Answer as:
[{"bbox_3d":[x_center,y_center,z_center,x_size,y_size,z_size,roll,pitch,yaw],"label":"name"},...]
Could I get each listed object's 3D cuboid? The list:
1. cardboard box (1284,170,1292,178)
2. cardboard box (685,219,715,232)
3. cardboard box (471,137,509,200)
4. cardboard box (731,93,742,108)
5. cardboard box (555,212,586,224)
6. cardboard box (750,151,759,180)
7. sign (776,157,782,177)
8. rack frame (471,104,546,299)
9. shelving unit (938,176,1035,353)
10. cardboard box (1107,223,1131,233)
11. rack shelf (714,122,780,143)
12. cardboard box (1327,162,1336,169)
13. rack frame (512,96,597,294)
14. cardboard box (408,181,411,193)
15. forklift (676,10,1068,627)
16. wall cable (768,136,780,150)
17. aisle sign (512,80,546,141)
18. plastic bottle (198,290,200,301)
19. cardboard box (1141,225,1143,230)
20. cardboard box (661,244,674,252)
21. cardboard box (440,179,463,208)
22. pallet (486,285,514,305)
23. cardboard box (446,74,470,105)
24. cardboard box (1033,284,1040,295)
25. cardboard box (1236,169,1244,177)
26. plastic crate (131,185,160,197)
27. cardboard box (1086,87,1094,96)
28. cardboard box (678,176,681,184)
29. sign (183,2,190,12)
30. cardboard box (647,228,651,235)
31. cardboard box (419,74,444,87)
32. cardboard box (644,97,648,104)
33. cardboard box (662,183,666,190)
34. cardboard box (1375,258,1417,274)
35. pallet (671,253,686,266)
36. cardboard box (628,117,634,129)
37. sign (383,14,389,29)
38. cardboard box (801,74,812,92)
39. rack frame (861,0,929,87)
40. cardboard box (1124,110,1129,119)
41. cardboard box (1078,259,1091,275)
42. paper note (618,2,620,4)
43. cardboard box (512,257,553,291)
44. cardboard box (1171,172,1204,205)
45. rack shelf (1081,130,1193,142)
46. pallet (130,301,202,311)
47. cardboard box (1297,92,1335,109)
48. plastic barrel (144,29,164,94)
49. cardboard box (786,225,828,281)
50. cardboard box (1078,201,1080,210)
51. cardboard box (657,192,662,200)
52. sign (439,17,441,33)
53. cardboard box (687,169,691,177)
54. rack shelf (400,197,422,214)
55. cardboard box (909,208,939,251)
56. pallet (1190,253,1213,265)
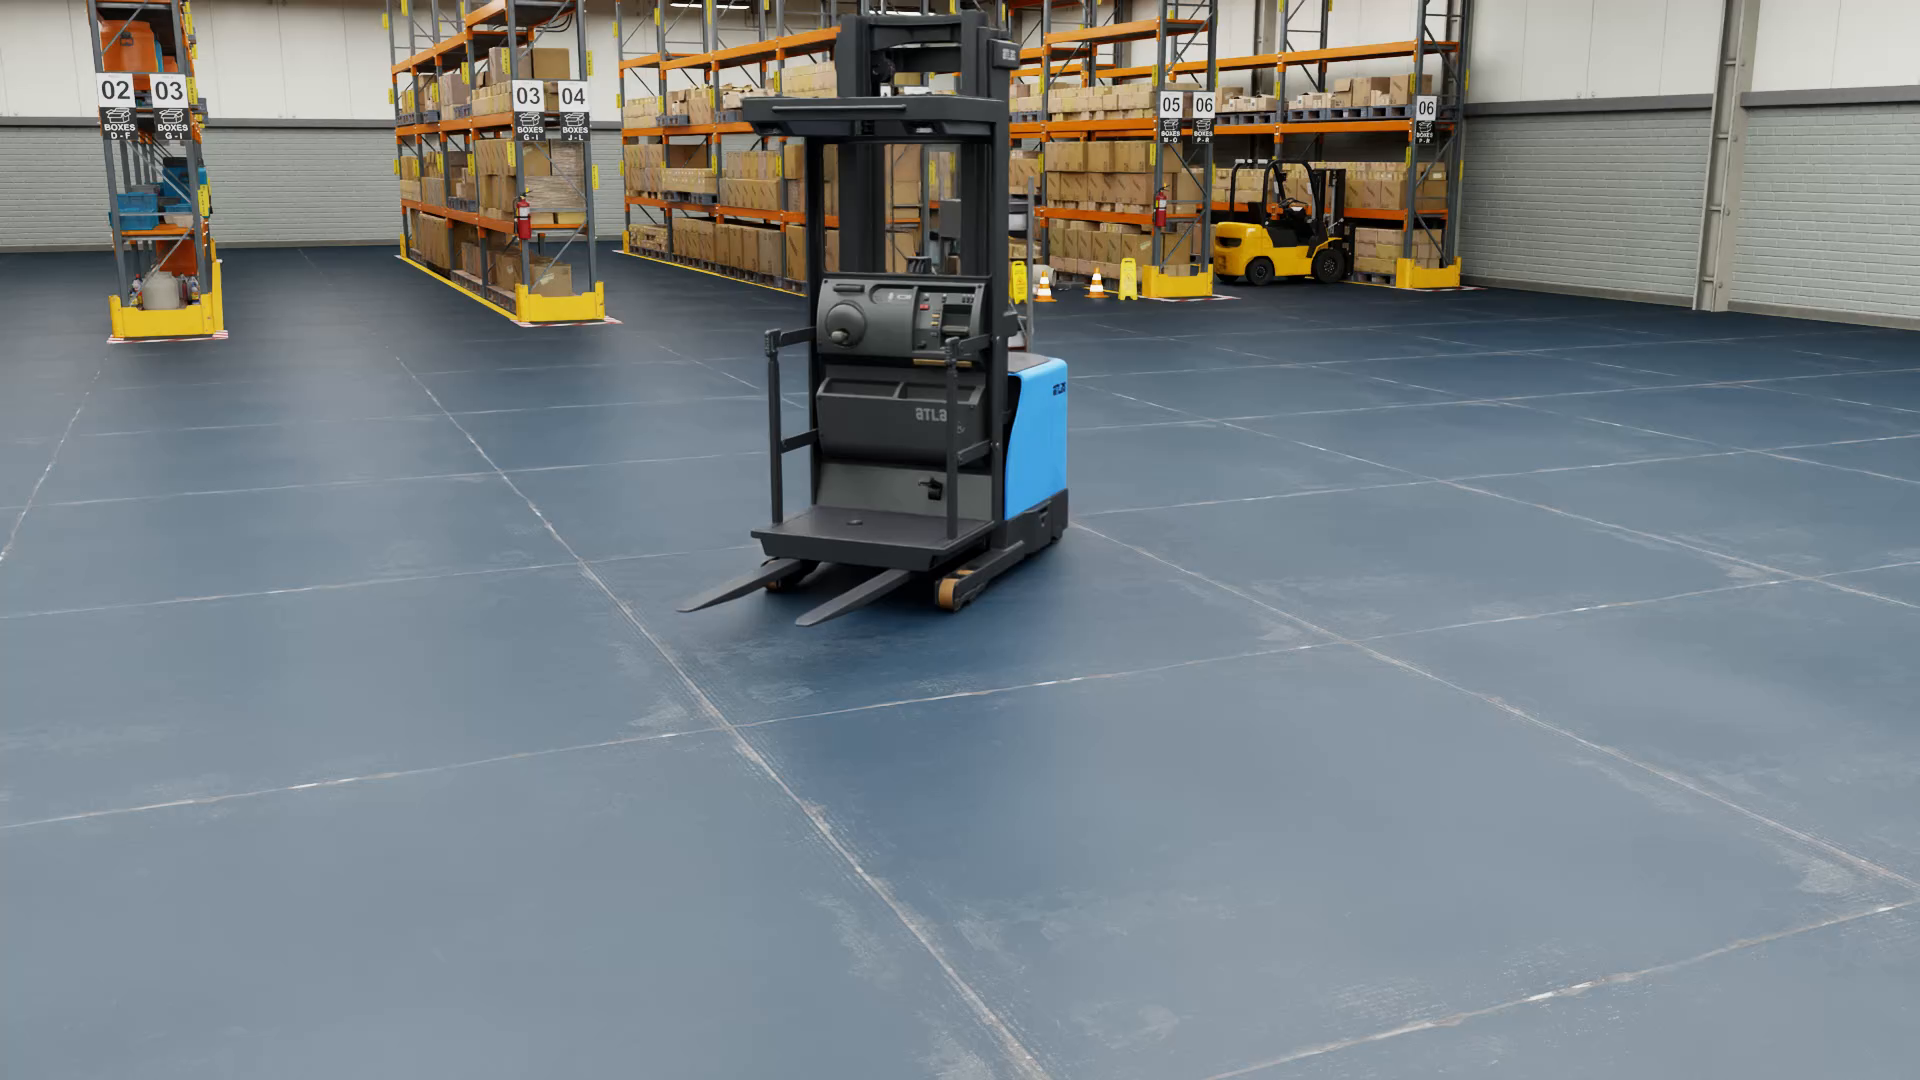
[{"bbox_3d":[6.391,-6.964,31.648,0.380,0.149,0.250,-6,14,-24],"label":"cardboard box"},{"bbox_3d":[-5.272,-6.385,33.754,0.500,0.250,0.500,-5,14,-21],"label":"cardboard box"},{"bbox_3d":[-7.313,-6.019,26.960,1.000,1.000,1.000,-6,14,-23],"label":"cardboard box"},{"bbox_3d":[-3.851,-7.967,30.168,0.500,0.250,0.500,-5,14,-21],"label":"cardboard box"},{"bbox_3d":[-5.416,-4.477,23.116,0.380,0.149,0.250,-6,14,-23],"label":"cardboard box"},{"bbox_3d":[-3.353,-6.725,29.835,0.700,0.500,0.500,-6,14,-24],"label":"cardboard box"},{"bbox_3d":[-3.031,-6.247,27.815,0.100,0.325,0.005,-6,14,-23],"label":"sign"},{"bbox_3d":[-7.123,-5.345,26.311,1.000,3.000,0.127,-6,14,-23],"label":"rack frame"},{"bbox_3d":[0.158,-1.179,10.309,0.431,2.100,0.503,-6,14,-23],"label":"shelving unit"},{"bbox_3d":[2.694,-5.224,27.854,0.380,0.149,0.250,-5,14,-22],"label":"cardboard box"},{"bbox_3d":[-3.339,-7.296,29.685,1.077,0.370,4.000,-6,14,-23],"label":"rack shelf"},{"bbox_3d":[6.949,-6.847,30.482,0.380,0.149,0.250,-6,14,-23],"label":"cardboard box"},{"bbox_3d":[-5.520,-4.518,22.741,1.000,3.000,0.127,-6,14,-23],"label":"rack frame"},{"bbox_3d":[-11.359,-7.454,35.098,0.500,0.250,0.500,-6,14,-24],"label":"cardboard box"},{"bbox_3d":[-0.394,-1.181,8.472,1.130,2.935,3.031,5,14,22],"label":"forklift"},{"bbox_3d":[-5.130,-10.392,45.797,0.585,1.953,0.123,-6,14,-23],"label":"wall cable"},{"bbox_3d":[-5.770,-5.745,22.275,0.394,0.787,0.004,-6,14,-23],"label":"aisle sign"},{"bbox_3d":[-10.716,-3.437,23.297,0.097,0.201,0.097,0,13,0],"label":"plastic bottle"},{"bbox_3d":[4.132,-6.782,37.135,0.500,0.500,0.500,-5,14,-21],"label":"cardboard box"},{"bbox_3d":[-6.211,-6.291,35.789,0.380,0.149,0.250,-5,14,-22],"label":"cardboard box"},{"bbox_3d":[-9.150,-6.300,30.214,0.500,0.500,0.500,-5,14,-21],"label":"cardboard box"},{"bbox_3d":[-6.821,-3.851,26.040,1.003,0.211,1.213,-6,14,-23],"label":"pallet"},{"bbox_3d":[-8.365,-7.596,28.056,0.500,0.500,0.500,-6,14,-25],"label":"cardboard box"},{"bbox_3d":[1.184,-4.113,27.311,0.380,0.149,0.250,1,13,6],"label":"cardboard box"},{"bbox_3d":[5.720,-7.314,33.157,0.380,0.149,0.250,-6,14,-24],"label":"cardboard box"},{"bbox_3d":[-12.896,-5.394,26.380,0.402,0.464,0.583,-6,14,-23],"label":"plastic crate"},{"bbox_3d":[2.357,-7.609,28.229,0.380,0.149,0.250,-6,14,-24],"label":"cardboard box"},{"bbox_3d":[-5.476,-7.258,33.545,0.380,0.149,0.250,-6,14,-24],"label":"cardboard box"},{"bbox_3d":[-11.152,-7.766,23.930,0.100,0.325,0.005,-6,14,-23],"label":"sign"},{"bbox_3d":[-6.713,-6.843,36.857,0.380,0.149,0.250,-6,14,-25],"label":"cardboard box"},{"bbox_3d":[-10.698,-9.321,33.802,0.500,0.250,0.500,-7,15,-27],"label":"cardboard box"},{"bbox_3d":[-6.660,-9.556,36.192,0.380,0.149,0.250,-6,14,-23],"label":"cardboard box"},{"bbox_3d":[-6.006,-7.384,34.748,0.380,0.149,0.250,-6,14,-26],"label":"cardboard box"},{"bbox_3d":[7.629,-4.796,29.107,0.500,0.250,0.500,-6,14,-23],"label":"cardboard box"},{"bbox_3d":[-5.429,-5.906,34.918,1.003,0.211,1.213,-6,14,-23],"label":"pallet"},{"bbox_3d":[-7.192,-9.415,37.575,0.500,0.250,0.500,-5,14,-21],"label":"cardboard box"},{"bbox_3d":[-12.441,-11.230,36.013,0.100,0.325,0.005,-6,14,-23],"label":"sign"},{"bbox_3d":[-2.192,-7.224,26.297,0.500,0.250,0.500,-6,14,-24],"label":"cardboard box"},{"bbox_3d":[-0.935,-7.868,23.910,1.000,3.000,0.127,-6,14,-23],"label":"rack frame"},{"bbox_3d":[2.915,-6.966,27.219,0.380,0.149,0.250,-6,14,-23],"label":"cardboard box"},{"bbox_3d":[2.386,-4.740,28.865,0.500,0.250,0.500,-6,14,-24],"label":"cardboard box"},{"bbox_3d":[-7.694,-12.110,37.511,0.001,0.032,0.123,-6,14,-23],"label":"paper note"},{"bbox_3d":[-6.442,-4.007,25.141,0.500,0.500,0.500,-7,15,-28],"label":"cardboard box"},{"bbox_3d":[3.624,-5.730,27.094,0.500,0.500,0.500,-6,14,-24],"label":"cardboard box"},{"bbox_3d":[4.101,-9.040,37.218,1.077,0.370,4.000,-6,14,-23],"label":"rack shelf"},{"bbox_3d":[-10.937,-3.144,22.986,1.003,0.211,1.213,-6,14,-23],"label":"pallet"},{"bbox_3d":[6.614,-8.166,30.895,0.500,0.311,0.500,-5,14,-22],"label":"cardboard box"},{"bbox_3d":[-11.360,-6.592,23.006,0.600,0.901,0.708,-6,14,-23],"label":"plastic barrel"},{"bbox_3d":[-2.350,-4.805,27.760,0.875,0.875,0.875,-5,14,-22],"label":"cardboard box"},{"bbox_3d":[2.276,-5.817,28.910,0.380,0.149,0.250,-6,14,-23],"label":"cardboard box"},{"bbox_3d":[-6.274,-7.384,35.677,0.380,0.149,0.250,-6,14,-24],"label":"cardboard box"},{"bbox_3d":[-11.427,-11.287,36.432,0.100,0.325,0.005,-6,14,-23],"label":"sign"},{"bbox_3d":[-5.161,-7.242,32.813,0.380,0.149,0.250,-6,14,-23],"label":"cardboard box"},{"bbox_3d":[-11.128,-7.060,35.319,1.077,0.370,4.000,-6,14,-23],"label":"rack shelf"},{"bbox_3d":[-0.556,-6.755,36.187,0.875,0.875,0.875,-5,14,-21],"label":"cardboard box"},{"bbox_3d":[5.196,-5.983,35.254,1.003,0.211,1.213,-6,14,-23],"label":"pallet"}]
